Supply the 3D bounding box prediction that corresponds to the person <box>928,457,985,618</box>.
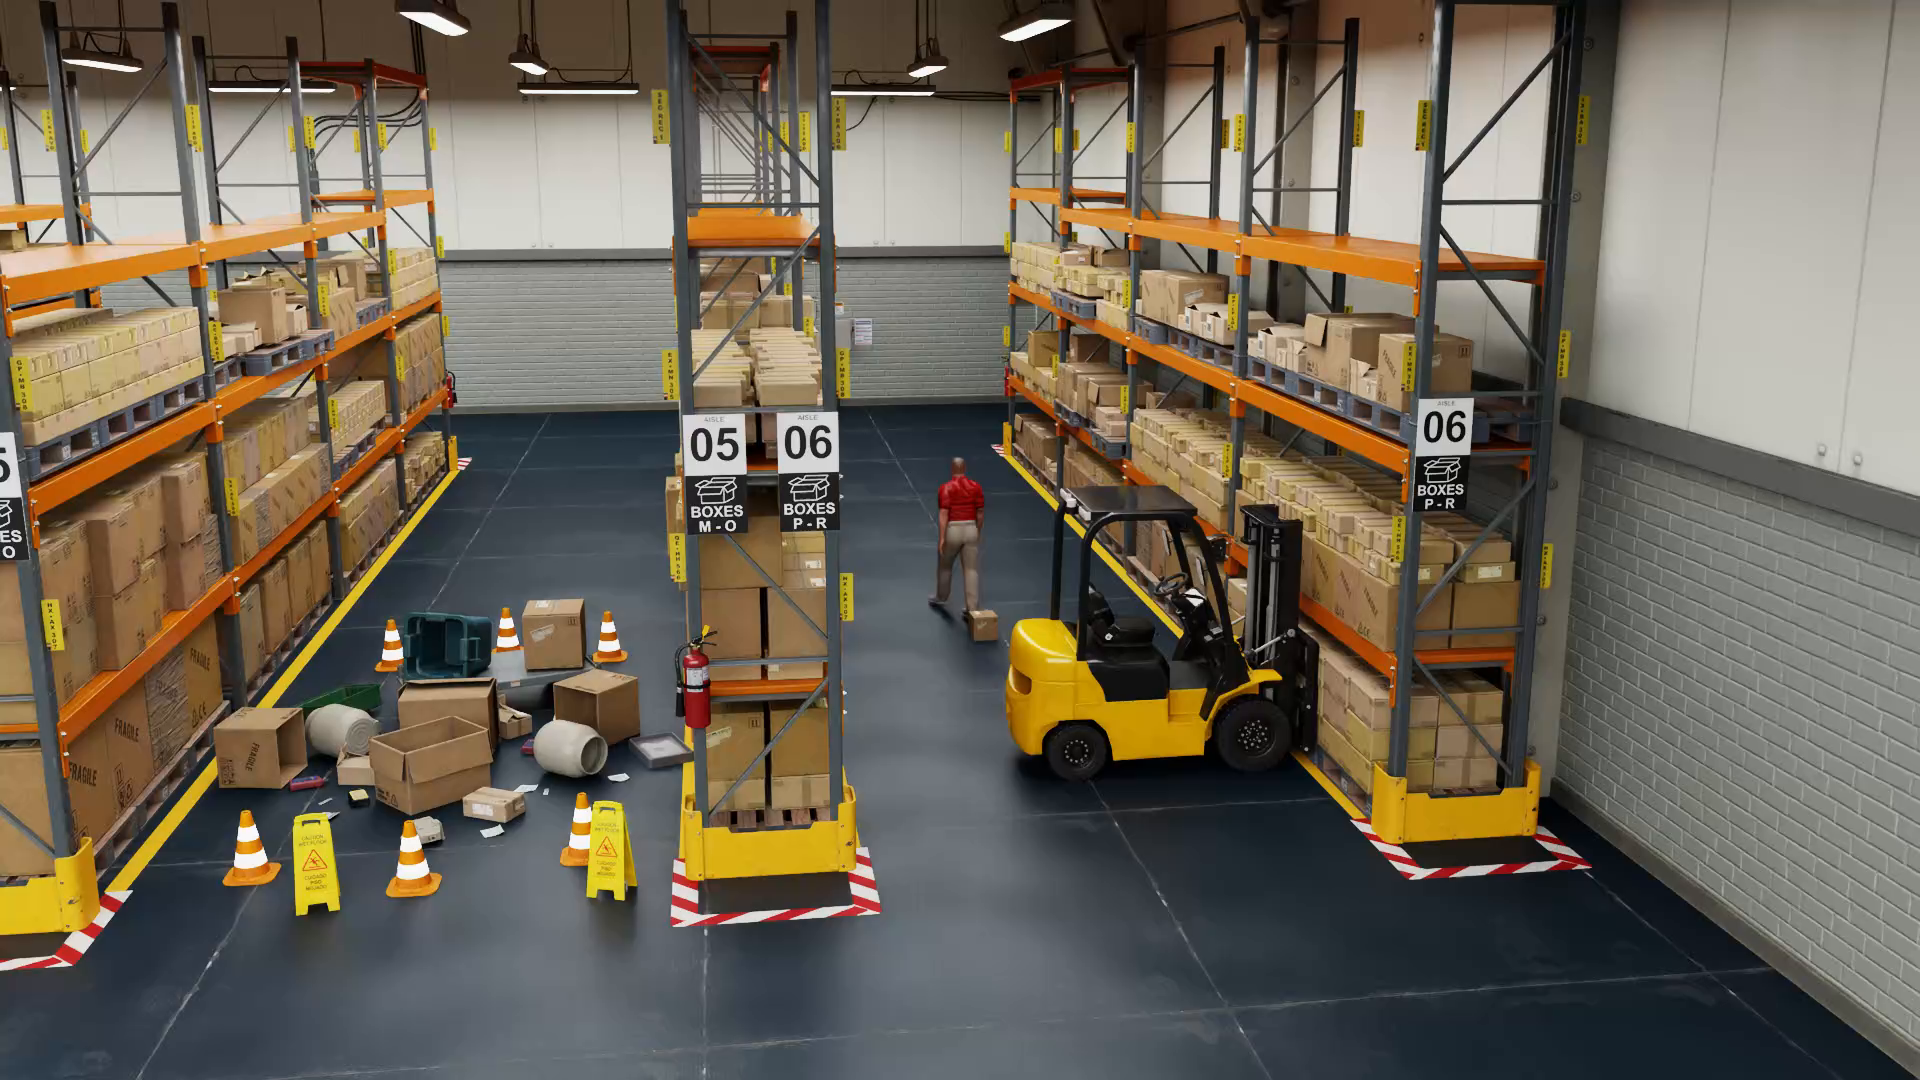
[{"bbox_3d":[-0.013,-0.062,17.759,0.570,1.663,0.985,-4,14,-16],"label":"person"}]
